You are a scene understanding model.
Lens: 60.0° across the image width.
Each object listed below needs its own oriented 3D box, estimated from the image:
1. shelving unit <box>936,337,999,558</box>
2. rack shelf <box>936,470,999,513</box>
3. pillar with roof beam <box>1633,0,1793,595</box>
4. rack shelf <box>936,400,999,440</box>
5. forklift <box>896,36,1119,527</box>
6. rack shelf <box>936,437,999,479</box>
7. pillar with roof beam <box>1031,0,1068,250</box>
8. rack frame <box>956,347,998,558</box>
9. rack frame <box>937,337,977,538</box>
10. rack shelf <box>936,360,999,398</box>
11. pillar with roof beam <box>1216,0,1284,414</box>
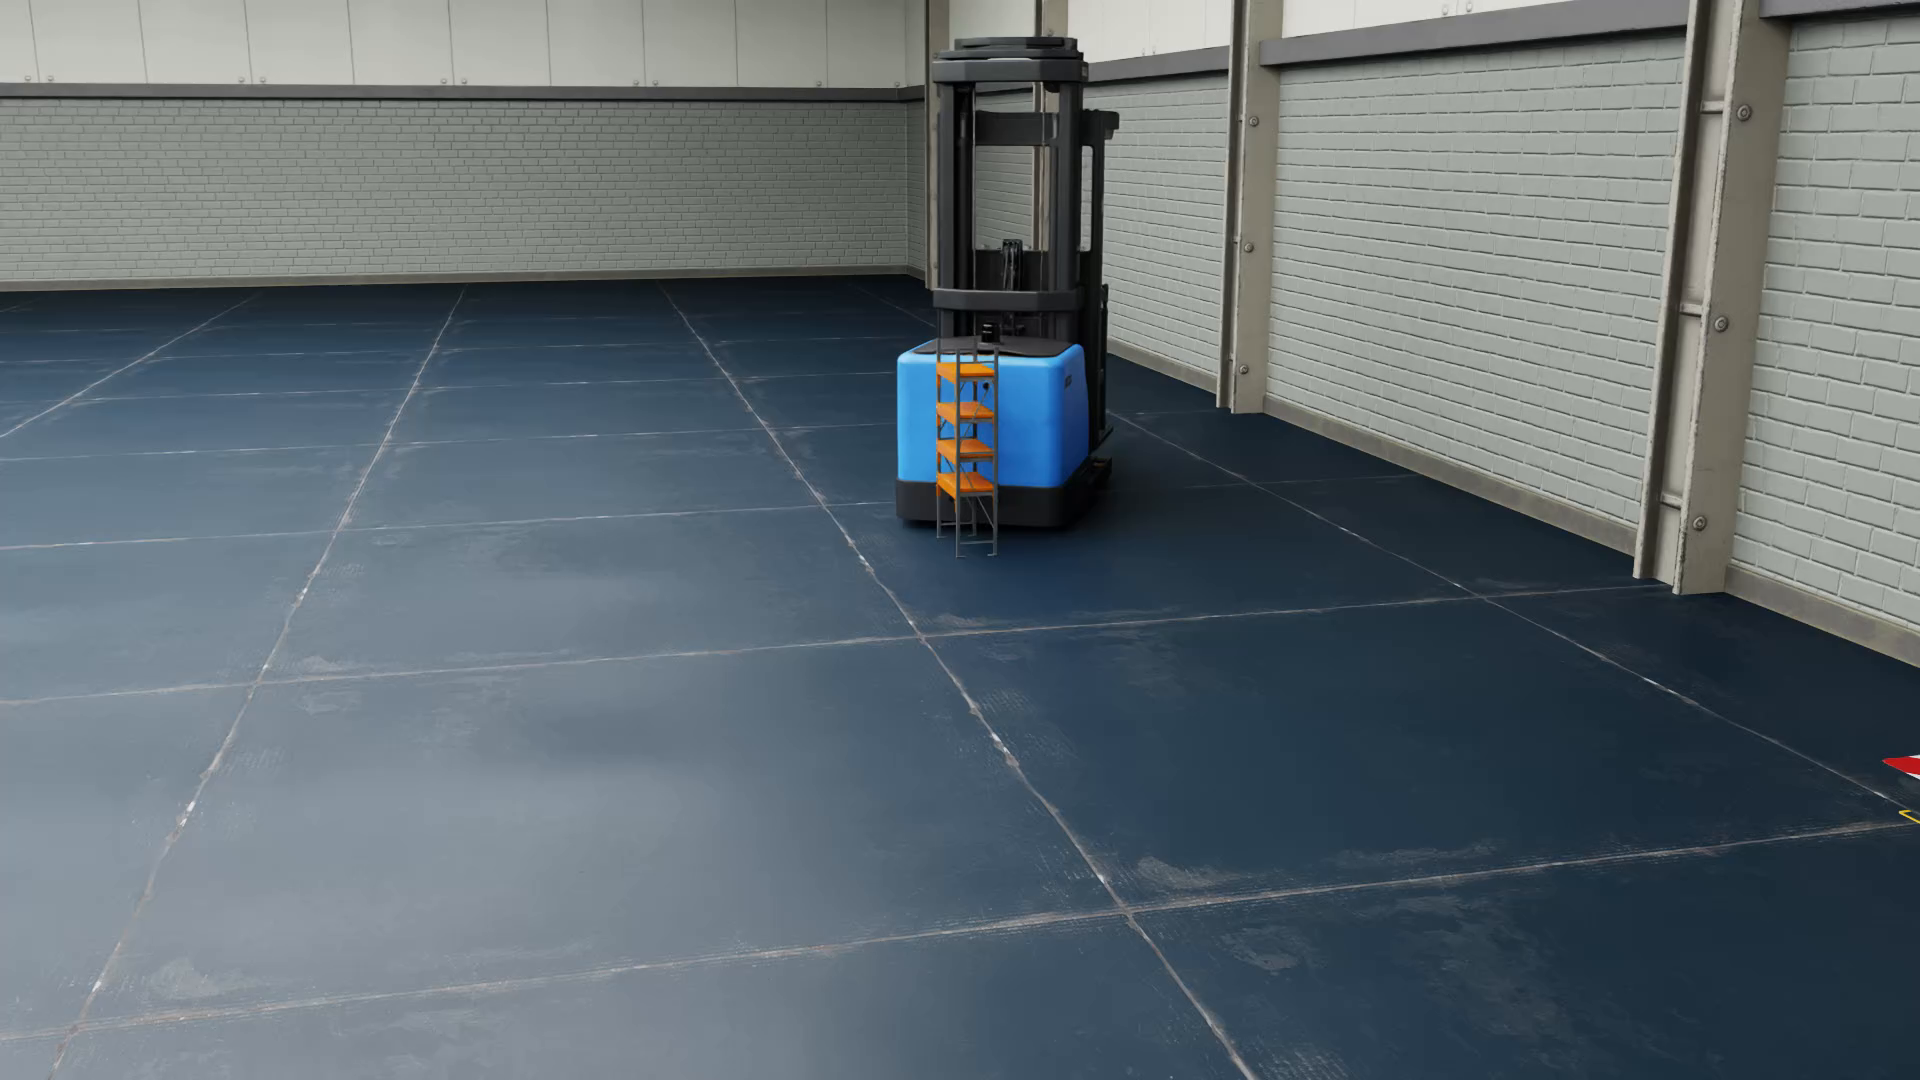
[{"bbox_3d":[0.039,-0.545,9.628,0.258,1.200,0.503,-3,14,-13],"label":"shelving unit"},{"bbox_3d":[0.039,-0.286,9.691,0.258,0.148,0.480,-3,14,-13],"label":"rack shelf"},{"bbox_3d":[-0.303,-3.897,6.918,9.100,9.000,0.400,-3,14,-13],"label":"pillar with roof beam"},{"bbox_3d":[0.039,-0.697,9.591,0.258,0.148,0.480,-3,14,-13],"label":"rack shelf"},{"bbox_3d":[0.445,-1.804,11.137,1.130,2.935,3.031,3,14,13],"label":"forklift"},{"bbox_3d":[0.039,-0.479,9.644,0.258,0.148,0.480,-3,14,-13],"label":"rack shelf"},{"bbox_3d":[-3.121,-6.665,18.249,9.100,9.000,0.400,-3,14,-13],"label":"pillar with roof beam"},{"bbox_3d":[0.096,-0.488,9.398,0.240,1.200,0.015,-3,14,-13],"label":"rack frame"},{"bbox_3d":[-0.018,-0.601,9.859,0.240,1.200,0.015,-3,14,-13],"label":"rack frame"},{"bbox_3d":[0.039,-0.926,9.535,0.258,0.148,0.480,-3,14,-13],"label":"rack shelf"},{"bbox_3d":[-1.712,-5.281,12.583,9.100,9.000,0.400,-3,14,-13],"label":"pillar with roof beam"}]
